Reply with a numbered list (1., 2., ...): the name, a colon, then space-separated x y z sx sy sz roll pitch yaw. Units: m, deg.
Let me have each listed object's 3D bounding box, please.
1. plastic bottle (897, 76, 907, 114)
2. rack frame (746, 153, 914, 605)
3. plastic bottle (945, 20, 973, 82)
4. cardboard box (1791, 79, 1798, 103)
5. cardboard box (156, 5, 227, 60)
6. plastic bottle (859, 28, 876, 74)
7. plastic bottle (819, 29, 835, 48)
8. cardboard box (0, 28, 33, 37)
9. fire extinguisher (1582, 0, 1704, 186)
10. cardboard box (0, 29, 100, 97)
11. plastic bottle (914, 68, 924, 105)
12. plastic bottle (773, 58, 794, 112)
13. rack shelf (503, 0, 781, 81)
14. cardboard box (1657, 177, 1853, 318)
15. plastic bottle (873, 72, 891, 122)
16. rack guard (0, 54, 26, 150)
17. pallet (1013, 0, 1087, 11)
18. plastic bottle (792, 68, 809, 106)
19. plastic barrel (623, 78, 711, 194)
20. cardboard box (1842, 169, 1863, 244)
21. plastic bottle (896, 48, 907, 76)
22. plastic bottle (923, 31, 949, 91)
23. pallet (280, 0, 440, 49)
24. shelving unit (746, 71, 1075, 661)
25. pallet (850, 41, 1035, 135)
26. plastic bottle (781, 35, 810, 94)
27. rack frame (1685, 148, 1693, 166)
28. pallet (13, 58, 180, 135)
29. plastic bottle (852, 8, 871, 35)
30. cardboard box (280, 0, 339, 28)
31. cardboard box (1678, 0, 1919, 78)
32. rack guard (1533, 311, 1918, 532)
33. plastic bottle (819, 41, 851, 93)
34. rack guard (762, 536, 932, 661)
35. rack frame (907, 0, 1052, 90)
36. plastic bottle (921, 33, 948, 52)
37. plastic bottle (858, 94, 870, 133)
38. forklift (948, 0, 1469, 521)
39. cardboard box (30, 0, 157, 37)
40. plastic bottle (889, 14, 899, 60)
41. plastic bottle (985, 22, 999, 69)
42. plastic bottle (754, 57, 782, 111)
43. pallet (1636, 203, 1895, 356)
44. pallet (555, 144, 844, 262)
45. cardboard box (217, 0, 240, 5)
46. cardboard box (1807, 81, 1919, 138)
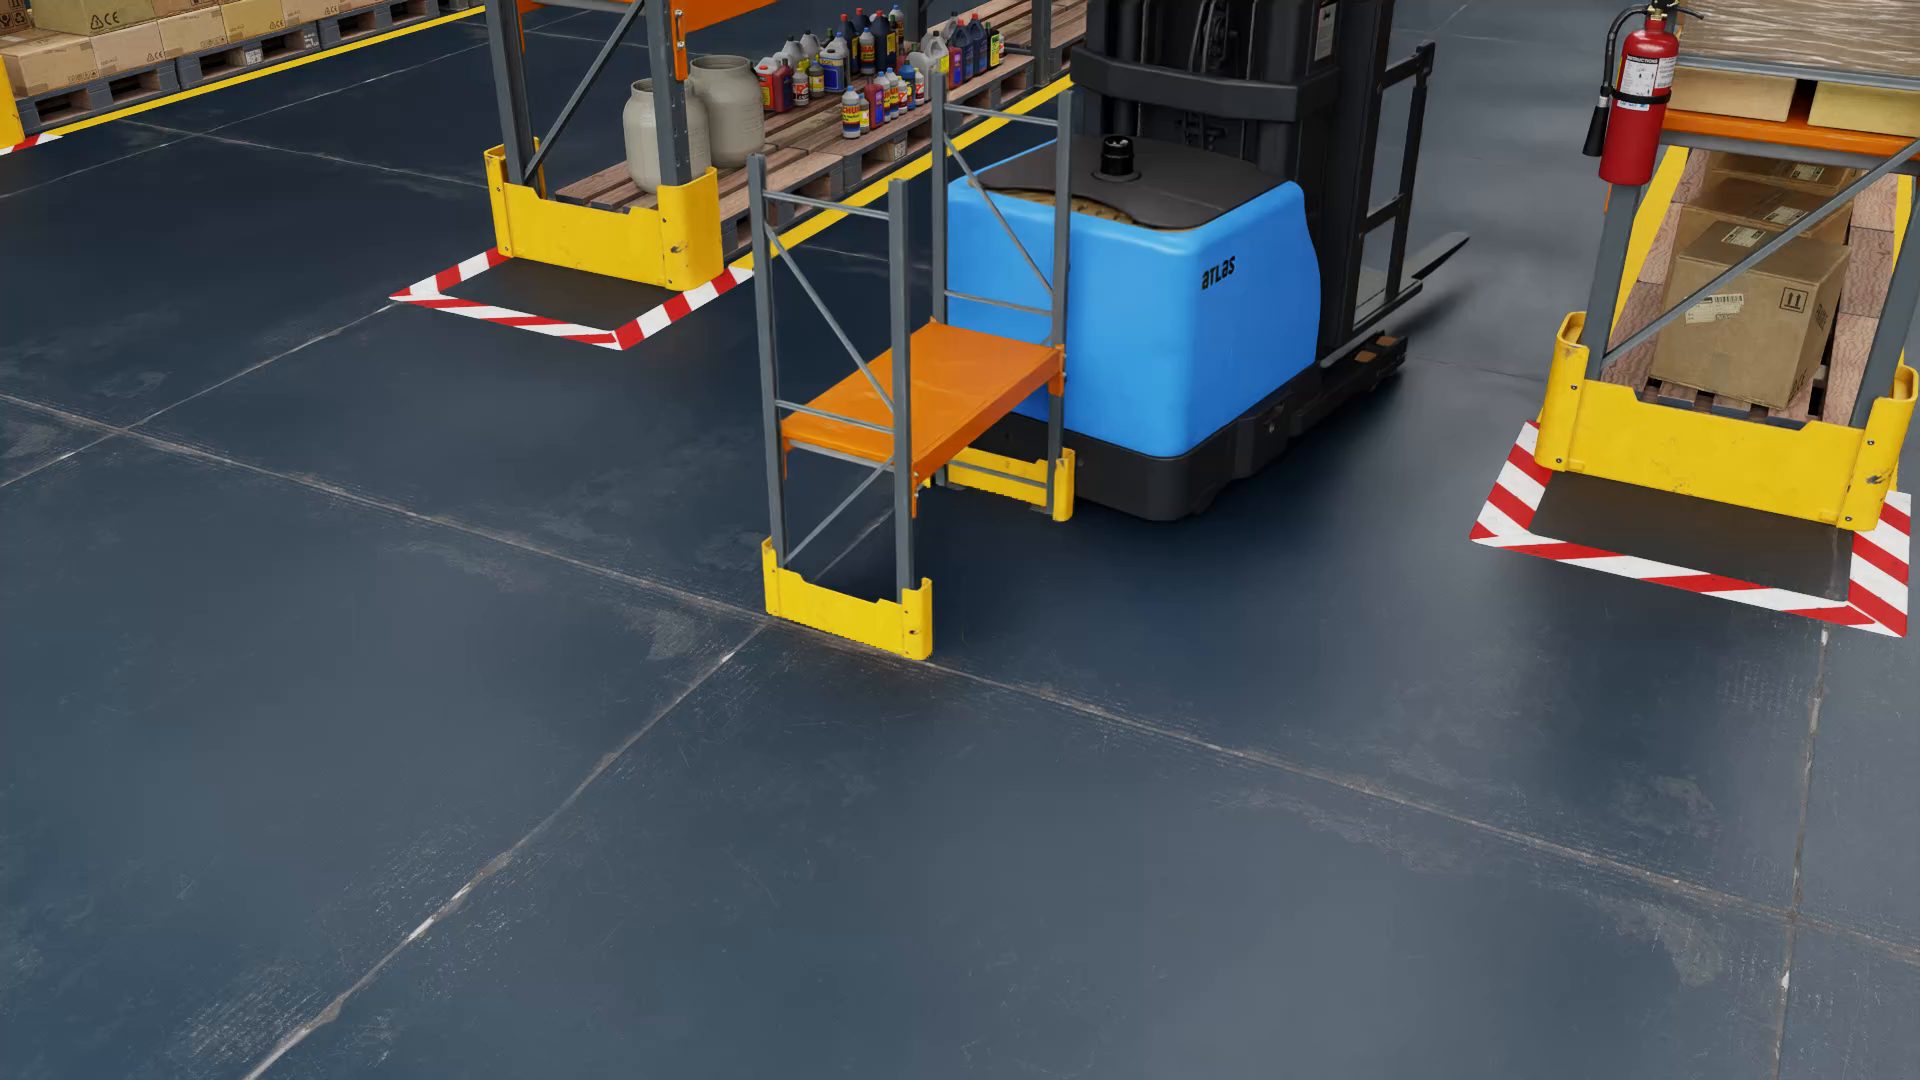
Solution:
1. plastic bottle: -0.353 -2.568 9.578 0.097 0.201 0.097 0 30 0
2. rack frame: -0.364 -0.356 4.864 0.500 1.500 0.032 16 33 25
3. plastic bottle: -0.005 -2.997 10.174 0.144 0.351 0.185 13 32 21
4. cardboard box: 2.767 -1.669 5.896 0.380 0.149 0.250 14 33 23
5. cardboard box: -5.216 -3.364 10.935 0.500 0.250 0.500 14 33 23
6. plastic bottle: -0.577 -3.043 10.334 0.097 0.271 0.097 0 30 0
7. plastic bottle: -0.816 -2.992 10.234 0.061 0.283 0.133 16 33 25
8. cardboard box: -6.130 -3.037 10.366 0.500 0.250 0.500 14 33 23
9. fire extinguisher: 2.244 -1.514 5.452 0.296 0.674 0.183 14 33 23
10. cardboard box: -5.669 -2.920 10.161 0.500 0.250 0.500 14 33 23
11. plastic bottle: -0.259 -2.659 9.736 0.097 0.201 0.097 0 30 0
12. plastic bottle: -1.022 -2.625 9.595 0.061 0.283 0.133 14 33 23
13. rack shelf: -0.792 -3.192 9.019 1.077 0.370 4.000 14 33 23
14. cardboard box: 3.247 -1.138 6.807 0.500 0.500 0.500 24 38 36
15. plastic bottle: -0.444 -2.510 9.406 0.097 0.271 0.097 0 30 0
16. rack guard: -6.122 -2.648 9.859 1.175 0.500 0.348 14 33 23
17. pallet: 0.997 -4.081 12.645 1.003 0.211 1.213 14 33 23
18. plastic bottle: -0.935 -2.655 9.730 0.097 0.201 0.097 0 30 0
19. plastic barrel: -1.471 -2.030 8.349 0.421 0.512 0.421 0 30 0
20. cardboard box: 3.843 -1.648 7.696 0.500 0.500 0.500 11 32 19
21. plastic bottle: -0.325 -2.777 9.860 0.061 0.283 0.133 14 33 23
22. plastic bottle: -0.152 -2.853 9.925 0.144 0.351 0.185 14 33 23
23. pallet: -4.688 -3.964 12.440 1.003 0.211 1.213 14 33 23
24. shelving unit: -0.112 -0.581 5.256 0.587 1.500 1.083 16 33 25
25. pallet: -0.224 -2.893 10.576 1.003 0.211 1.213 14 33 23
26. plastic bottle: -0.982 -2.814 9.857 0.144 0.351 0.185 16 33 25
27. rack frame: 4.528 -3.267 8.427 1.000 3.000 0.127 14 33 23
28. pallet: -5.800 -2.882 10.556 1.003 0.211 1.213 14 33 23
29. plastic bottle: -0.618 -3.169 10.474 0.144 0.351 0.185 15 33 25
30. cardboard box: -4.757 -3.806 11.705 0.500 0.250 0.500 14 33 23
31. cardboard box: 2.981 -1.904 5.654 0.875 0.500 0.500 14 33 23
32. rack guard: 2.741 -0.443 6.020 1.175 0.500 0.348 14 33 23
33. plastic bottle: -0.754 -2.842 9.980 0.152 0.276 0.135 14 33 23
34. rack guard: -0.355 0.177 5.190 0.587 0.250 0.087 16 33 25
35. rack frame: 0.119 -4.390 10.383 1.000 3.000 0.127 14 33 23
36. plastic bottle: -0.148 -2.987 10.232 0.152 0.276 0.135 14 33 23
37. plastic bottle: -0.553 -2.373 9.239 0.097 0.201 0.097 0 30 0
38. forklift: 1.210 -2.010 6.307 1.130 2.935 3.031 21 36 31
39. cardboard box: -5.442 -3.467 10.361 0.500 0.500 0.500 14 33 23
40. plastic bottle: -0.444 -3.188 10.575 0.061 0.283 0.133 14 33 23
41. plastic bottle: 0.194 -3.115 10.449 0.061 0.283 0.133 16 34 26
42. plastic bottle: -1.117 -2.646 9.639 0.152 0.276 0.135 15 33 24
43. pallet: 3.699 -1.209 7.643 1.003 0.211 1.213 14 33 23
44. pallet: -1.335 -1.811 8.692 1.003 0.211 1.213 14 33 23
45. cardboard box: -4.983 -3.909 11.132 0.500 0.500 0.500 14 33 23
46. cardboard box: 3.048 -1.457 5.527 0.380 0.149 0.250 14 33 23
